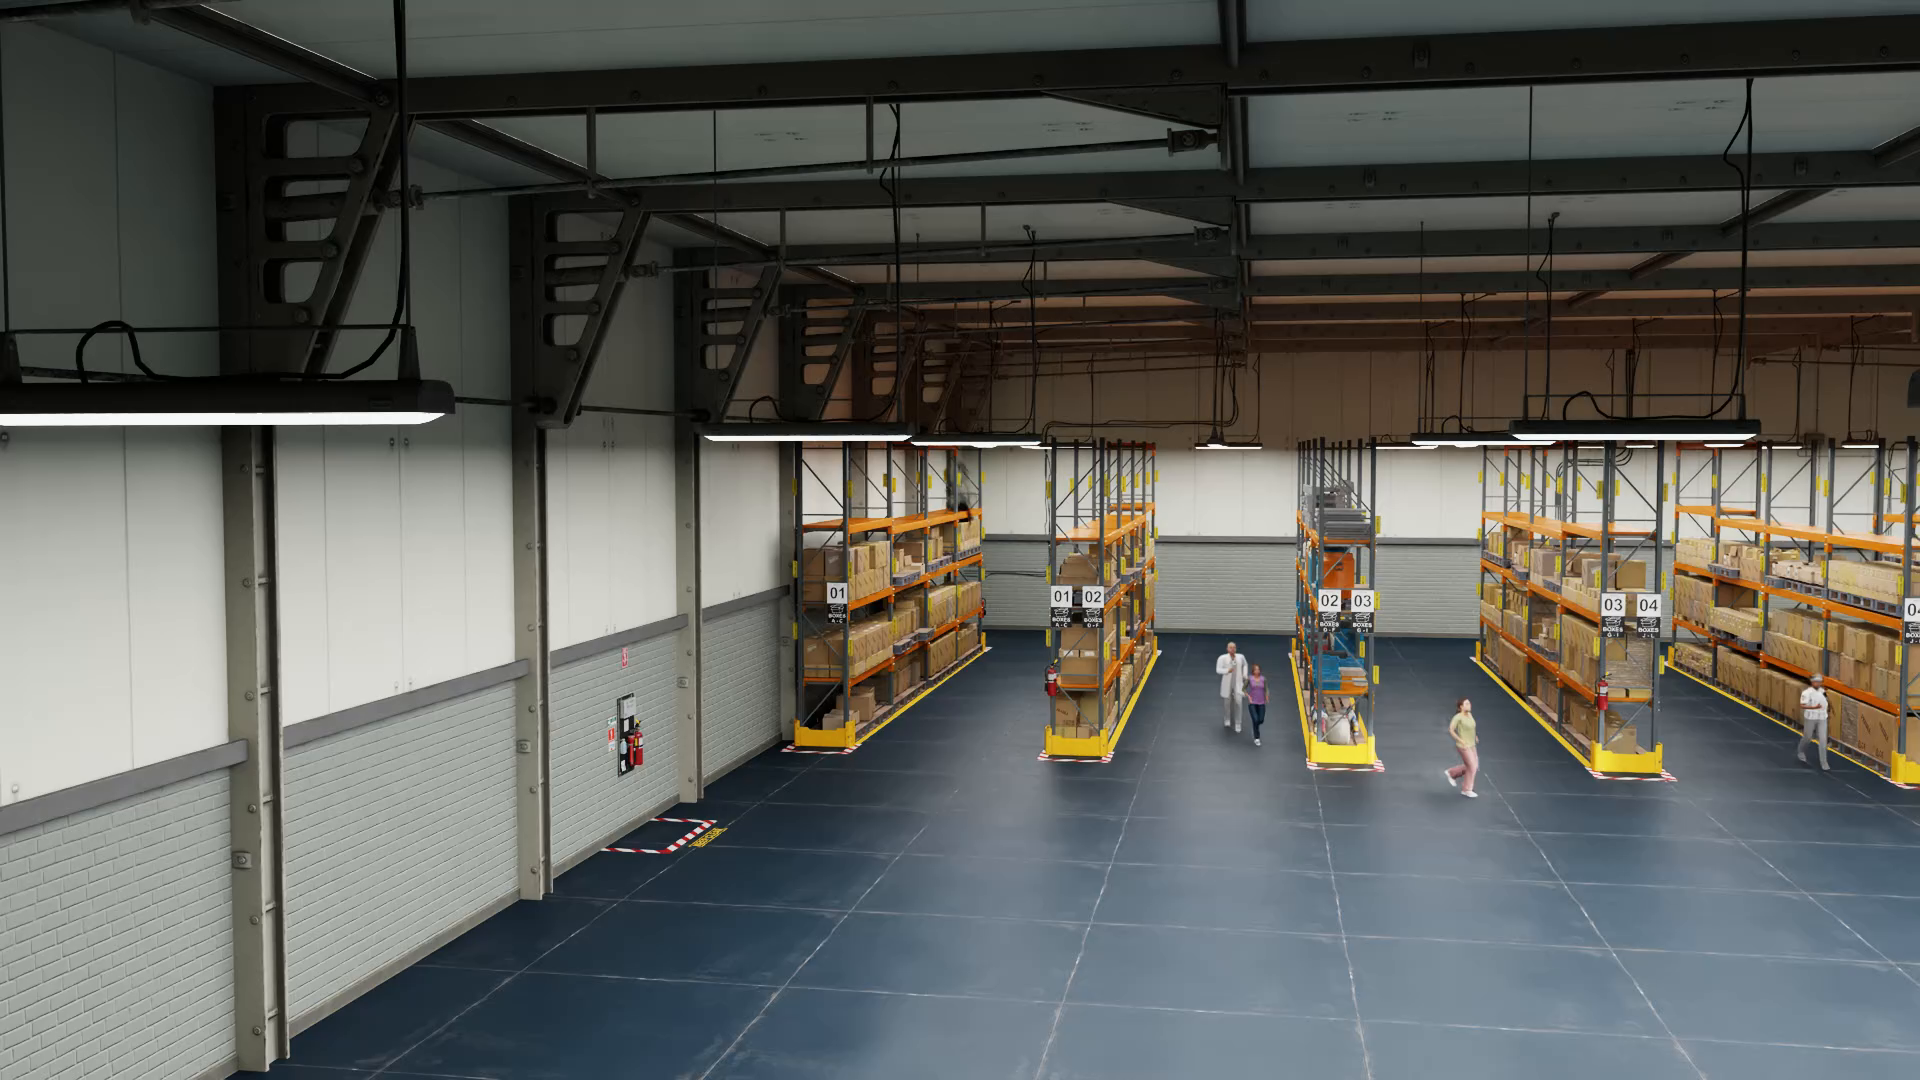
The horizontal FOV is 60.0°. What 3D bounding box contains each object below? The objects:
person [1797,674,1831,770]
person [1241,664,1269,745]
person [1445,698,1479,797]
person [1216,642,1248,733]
[{"bbox_3d":[15.533,3.257,30.194,0.577,1.681,0.940,0,3,5],"label":"person"},{"bbox_3d":[5.818,3.230,32.762,0.540,1.548,0.604,0,3,-2],"label":"person"},{"bbox_3d":[8.387,3.441,27.787,0.577,1.644,0.603,-3,4,-42],"label":"person"},{"bbox_3d":[5.602,3.027,34.218,0.672,1.850,0.810,0,3,3],"label":"person"}]
